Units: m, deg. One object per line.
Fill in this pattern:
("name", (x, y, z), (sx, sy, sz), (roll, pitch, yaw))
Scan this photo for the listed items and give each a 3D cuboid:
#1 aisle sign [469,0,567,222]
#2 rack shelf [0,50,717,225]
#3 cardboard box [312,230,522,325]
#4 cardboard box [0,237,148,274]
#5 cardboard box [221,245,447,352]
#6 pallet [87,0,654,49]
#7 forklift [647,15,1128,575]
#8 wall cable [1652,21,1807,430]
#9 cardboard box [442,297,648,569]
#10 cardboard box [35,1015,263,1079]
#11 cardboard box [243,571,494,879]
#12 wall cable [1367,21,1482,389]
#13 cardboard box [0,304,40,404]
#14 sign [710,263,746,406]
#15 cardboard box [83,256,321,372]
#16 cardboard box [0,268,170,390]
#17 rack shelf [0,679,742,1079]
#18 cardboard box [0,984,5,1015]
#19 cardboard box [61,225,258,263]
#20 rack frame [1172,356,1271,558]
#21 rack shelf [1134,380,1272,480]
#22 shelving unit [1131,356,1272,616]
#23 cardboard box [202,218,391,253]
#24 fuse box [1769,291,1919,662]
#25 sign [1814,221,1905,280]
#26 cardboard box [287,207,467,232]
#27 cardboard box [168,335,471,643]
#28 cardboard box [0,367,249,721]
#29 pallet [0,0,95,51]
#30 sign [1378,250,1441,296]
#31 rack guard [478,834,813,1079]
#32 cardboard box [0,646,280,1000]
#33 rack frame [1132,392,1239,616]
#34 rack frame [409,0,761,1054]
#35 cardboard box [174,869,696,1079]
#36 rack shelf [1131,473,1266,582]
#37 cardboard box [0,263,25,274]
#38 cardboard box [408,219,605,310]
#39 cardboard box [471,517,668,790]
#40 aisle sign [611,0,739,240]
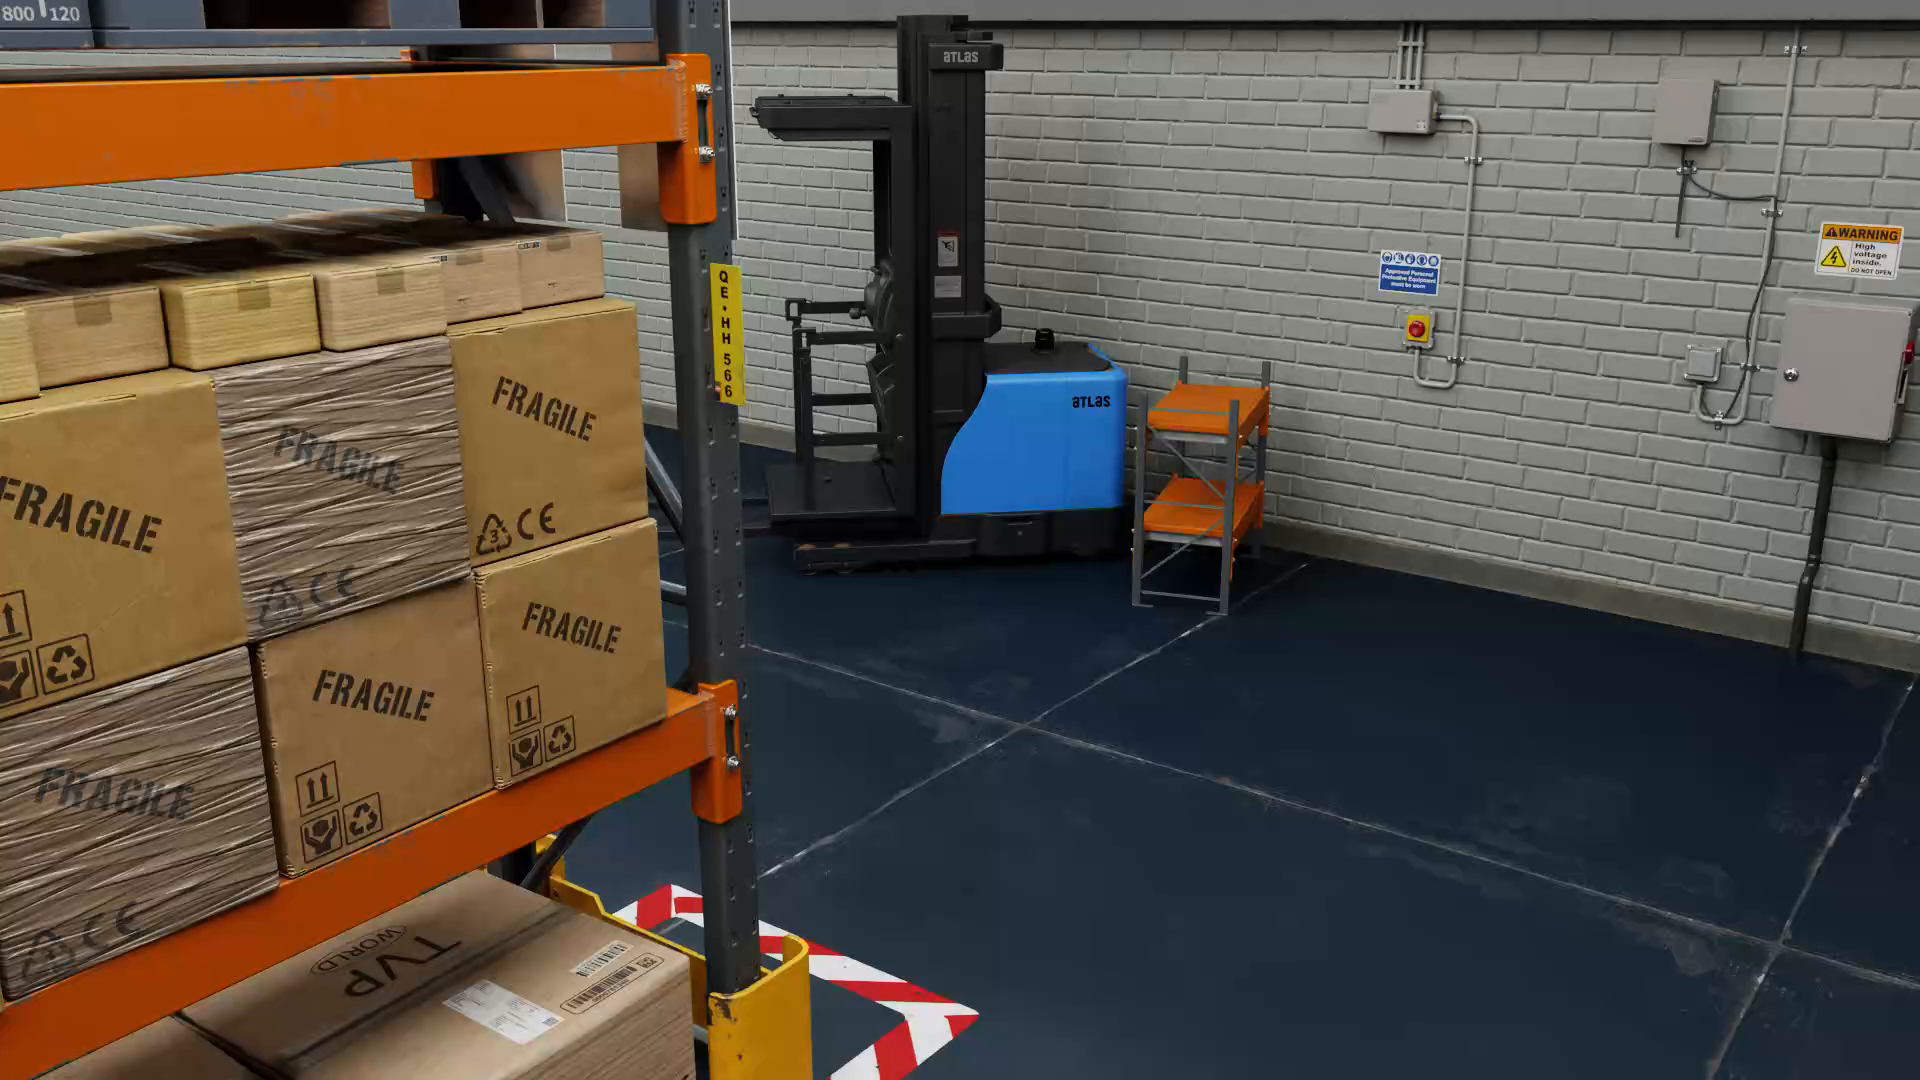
("aisle sign", (-1.160, -1.220, 4.232), (0.394, 0.787, 0.004), (12, 21, 35))
("rack shelf", (-2.162, -0.523, 2.525), (1.077, 0.370, 4.000), (12, 21, 35))
("cardboard box", (-1.155, -0.560, 3.540), (0.380, 0.149, 0.250), (13, 21, 36))
("cardboard box", (-1.892, -0.527, 3.435), (0.380, 0.149, 0.250), (12, 21, 33))
("cardboard box", (-1.241, -0.483, 3.294), (0.380, 0.149, 0.250), (12, 21, 34))
("pallet", (-1.404, -1.122, 3.390), (1.003, 0.211, 1.213), (12, 21, 35))
("forklift", (-0.624, -1.374, 9.225), (3.031, 2.935, 1.130), (-2, 17, -8))
("wall cable", (3.517, -1.495, 7.786), (0.588, 1.984, 0.122), (12, 21, 35))
("cardboard box", (-1.066, -0.279, 3.729), (0.500, 0.500, 0.500), (13, 22, 36))
("cardboard box", (-1.821, 1.507, 3.445), (0.875, 0.438, 0.875), (13, 22, 36))
("cardboard box", (-1.356, 0.320, 3.485), (0.500, 0.500, 0.500), (12, 21, 34))
("wall cable", (2.371, -1.758, 8.580), (0.585, 1.953, 0.123), (12, 21, 35))
("cardboard box", (-1.739, -0.311, 2.739), (0.380, 0.149, 0.250), (13, 22, 36))
("sign", (-0.542, -0.477, 3.871), (0.100, 0.325, 0.005), (12, 21, 35))
("cardboard box", (-1.424, -0.431, 3.125), (0.380, 0.149, 0.250), (13, 21, 36))
("cardboard box", (-1.637, -0.381, 2.964), (0.380, 0.149, 0.250), (12, 21, 34))
("rack shelf", (-2.162, 0.910, 2.970), (1.077, 0.370, 4.000), (12, 21, 35))
("cardboard box", (-1.952, 0.570, 2.682), (0.500, 0.500, 0.500), (13, 22, 36))
("cardboard box", (-1.750, -0.593, 3.647), (0.380, 0.149, 0.250), (13, 22, 36))
("rack frame", (1.461, -0.461, 9.332), (0.500, 1.125, 0.032), (6, 18, 18))
("rack shelf", (1.297, -0.598, 8.785), (0.538, 0.278, 1.000), (6, 18, 18))
("shelving unit", (1.297, -0.318, 8.872), (0.538, 1.125, 1.048), (6, 18, 18))
("cardboard box", (-1.503, -0.635, 3.782), (0.380, 0.149, 0.250), (13, 22, 36))
("fuse box", (3.971, -0.236, 7.619), (0.539, 1.711, 0.414), (12, 21, 35))
("sign", (4.050, -1.305, 7.496), (0.339, 0.242, 0.001), (12, 21, 35))
("cardboard box", (-1.404, -0.710, 4.023), (0.380, 0.149, 0.250), (13, 21, 36))
("cardboard box", (-1.354, -0.149, 3.311), (0.500, 0.500, 0.500), (13, 21, 35))
("cardboard box", (-1.651, -0.032, 2.934), (0.500, 0.500, 0.500), (12, 21, 34))
("pallet", (-2.130, -0.830, 2.451), (1.003, 0.211, 1.213), (12, 21, 35))
("sign", (2.369, -1.410, 8.770), (0.327, 0.218, 0.001), (12, 21, 35))
("rack guard", (-0.956, 1.278, 4.786), (1.175, 0.500, 0.348), (12, 21, 35))
("cardboard box", (-1.654, 0.445, 3.085), (0.500, 0.500, 0.500), (13, 22, 36))
("rack frame", (1.134, -0.175, 8.412), (0.500, 1.125, 0.032), (6, 18, 18))
("rack frame", (-0.970, 0.090, 4.397), (1.000, 3.000, 0.127), (12, 21, 35))
("cardboard box", (-1.283, 1.288, 4.152), (0.875, 0.438, 0.875), (12, 21, 33))
("rack shelf", (1.297, -0.085, 8.944), (0.538, 0.278, 1.000), (6, 18, 18))
("cardboard box", (-2.006, -0.455, 3.204), (0.380, 0.149, 0.250), (13, 21, 35))
("cardboard box", (-1.023, -0.624, 3.749), (0.380, 0.149, 0.250), (13, 21, 35))
("cardboard box", (-1.045, 0.204, 3.862), (0.500, 0.500, 0.500), (13, 21, 35))
("aisle sign", (-0.678, -1.114, 3.890), (0.394, 0.787, 0.004), (12, 21, 35))
